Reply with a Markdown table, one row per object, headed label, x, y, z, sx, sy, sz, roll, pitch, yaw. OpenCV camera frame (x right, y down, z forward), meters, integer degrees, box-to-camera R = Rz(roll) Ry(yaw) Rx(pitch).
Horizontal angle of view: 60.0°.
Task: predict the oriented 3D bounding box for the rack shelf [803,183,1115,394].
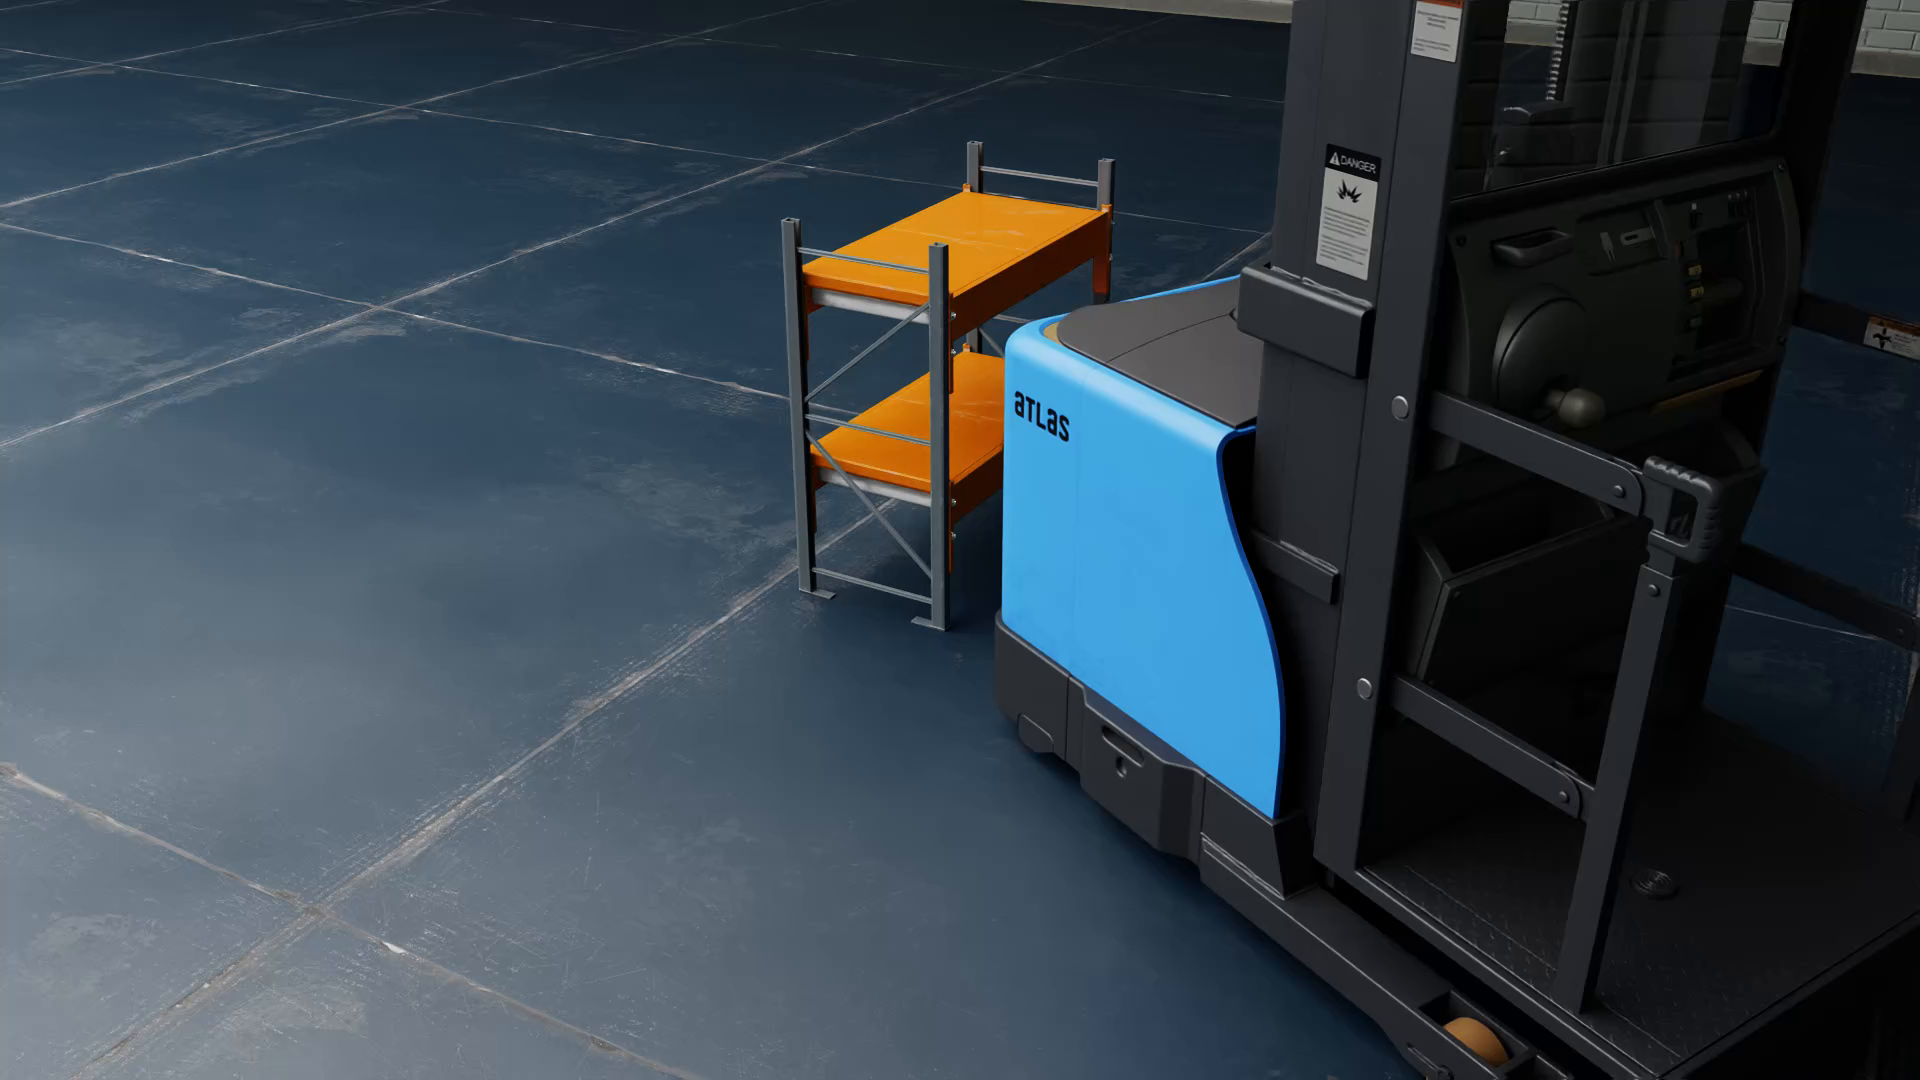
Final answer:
| label | x | y | z | sx | sy | sz | roll | pitch | yaw |
| --- | --- | --- | --- | --- | --- | --- | --- | --- | --- |
| rack shelf | -0.003 | -0.762 | 4.862 | 0.538 | 0.278 | 1.000 | 14 | 30 | 26 |

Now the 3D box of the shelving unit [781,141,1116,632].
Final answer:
| label | x | y | z | sx | sy | sz | roll | pitch | yaw |
| --- | --- | --- | --- | --- | --- | --- | --- | --- | --- |
| shelving unit | -0.003 | -0.500 | 4.993 | 0.538 | 1.125 | 1.048 | 14 | 30 | 26 |

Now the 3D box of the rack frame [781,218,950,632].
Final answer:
| label | x | y | z | sx | sy | sz | roll | pitch | yaw |
| --- | --- | --- | --- | --- | --- | --- | --- | --- | --- |
| rack frame | -0.253 | -0.302 | 4.597 | 0.500 | 1.125 | 0.032 | 14 | 30 | 26 |

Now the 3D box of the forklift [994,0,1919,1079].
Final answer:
| label | x | y | z | sx | sy | sz | roll | pitch | yaw |
| --- | --- | --- | --- | --- | --- | --- | --- | --- | --- |
| forklift | 1.317 | -0.414 | 2.803 | 1.130 | 2.935 | 3.031 | -16 | 31 | -29 |

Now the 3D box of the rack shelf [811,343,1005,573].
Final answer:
| label | x | y | z | sx | sy | sz | roll | pitch | yaw |
| --- | --- | --- | --- | --- | --- | --- | --- | --- | --- |
| rack shelf | -0.003 | -0.282 | 5.102 | 0.538 | 0.278 | 1.000 | 14 | 30 | 26 |

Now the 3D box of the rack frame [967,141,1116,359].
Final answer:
| label | x | y | z | sx | sy | sz | roll | pitch | yaw |
| --- | --- | --- | --- | --- | --- | --- | --- | --- | --- |
| rack frame | 0.247 | -0.698 | 5.389 | 0.500 | 1.125 | 0.032 | 14 | 30 | 26 |
